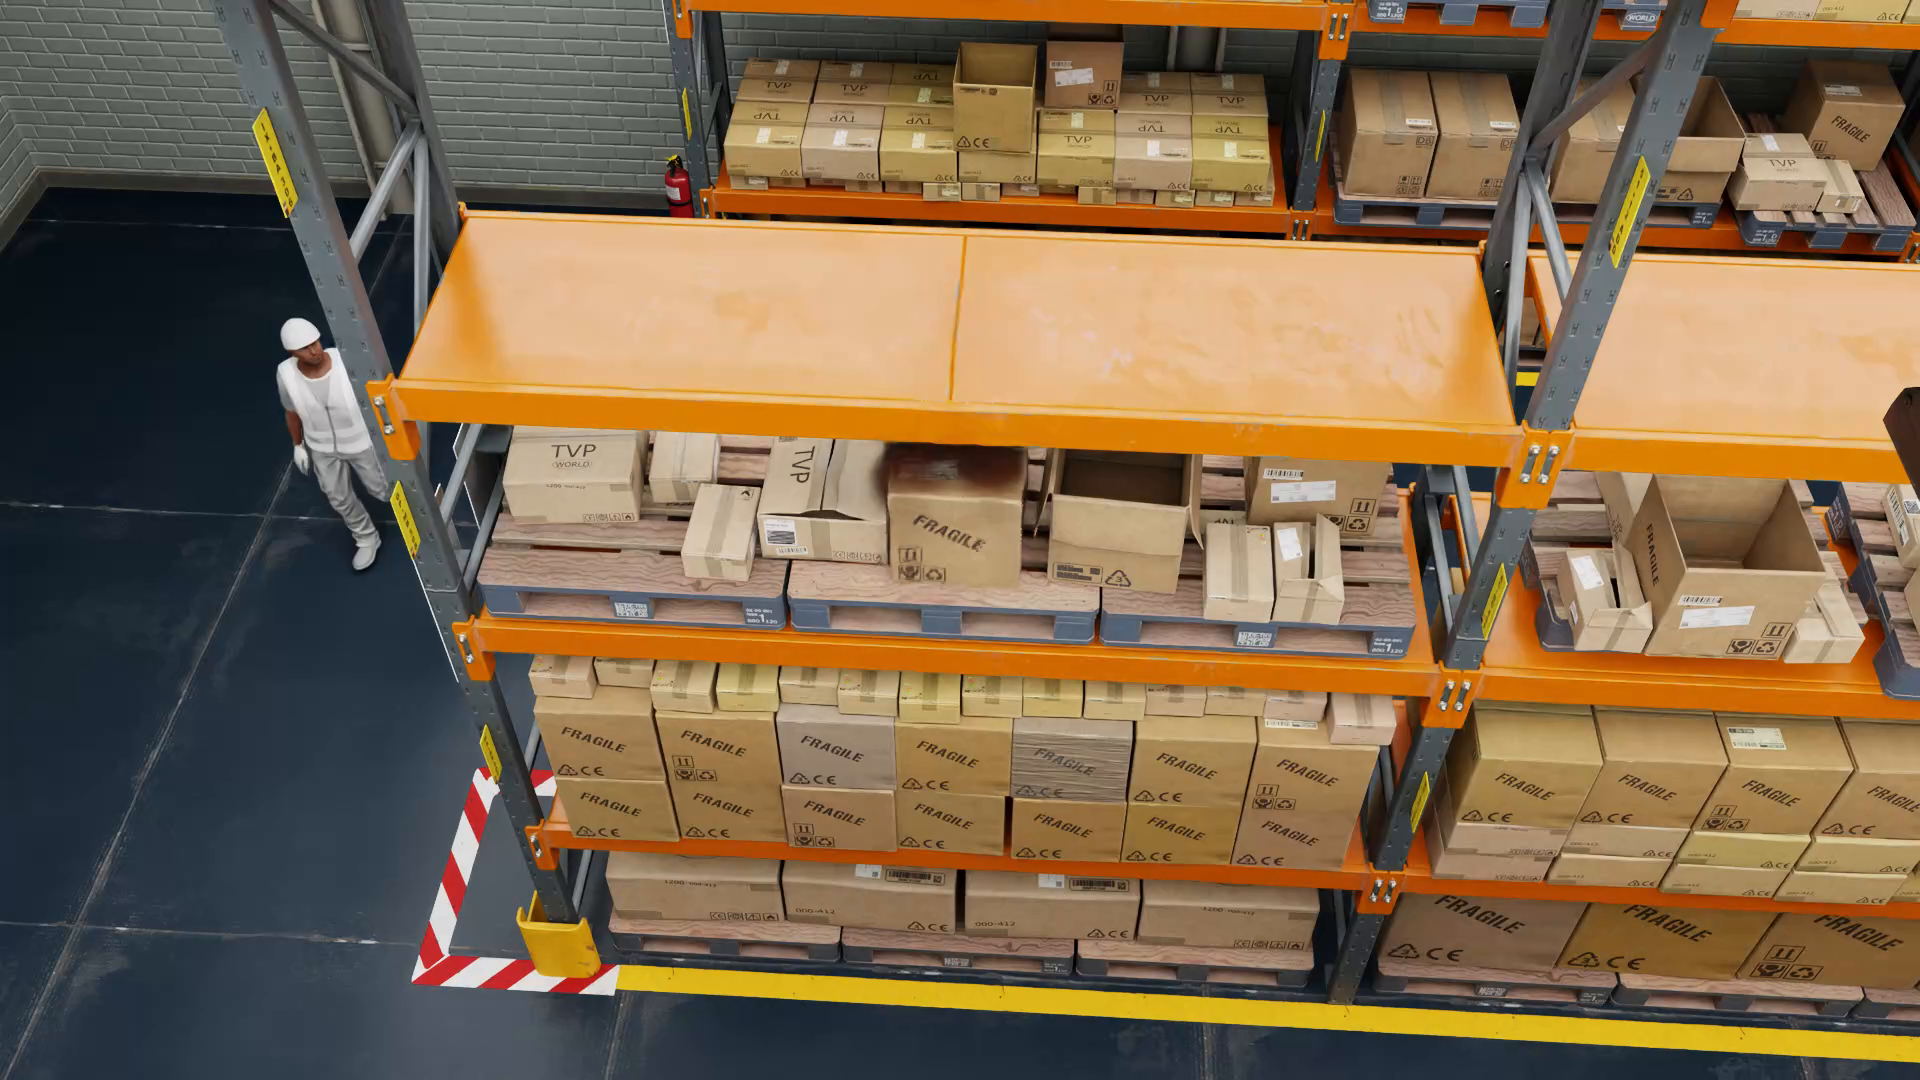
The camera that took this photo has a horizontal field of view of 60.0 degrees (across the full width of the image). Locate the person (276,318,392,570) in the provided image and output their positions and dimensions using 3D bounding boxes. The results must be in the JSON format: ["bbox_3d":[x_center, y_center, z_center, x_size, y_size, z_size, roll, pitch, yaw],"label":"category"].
[{"bbox_3d":[-3.758,-0.649,10.137,0.599,1.748,0.757,-1,48,-1],"label":"person"}]
